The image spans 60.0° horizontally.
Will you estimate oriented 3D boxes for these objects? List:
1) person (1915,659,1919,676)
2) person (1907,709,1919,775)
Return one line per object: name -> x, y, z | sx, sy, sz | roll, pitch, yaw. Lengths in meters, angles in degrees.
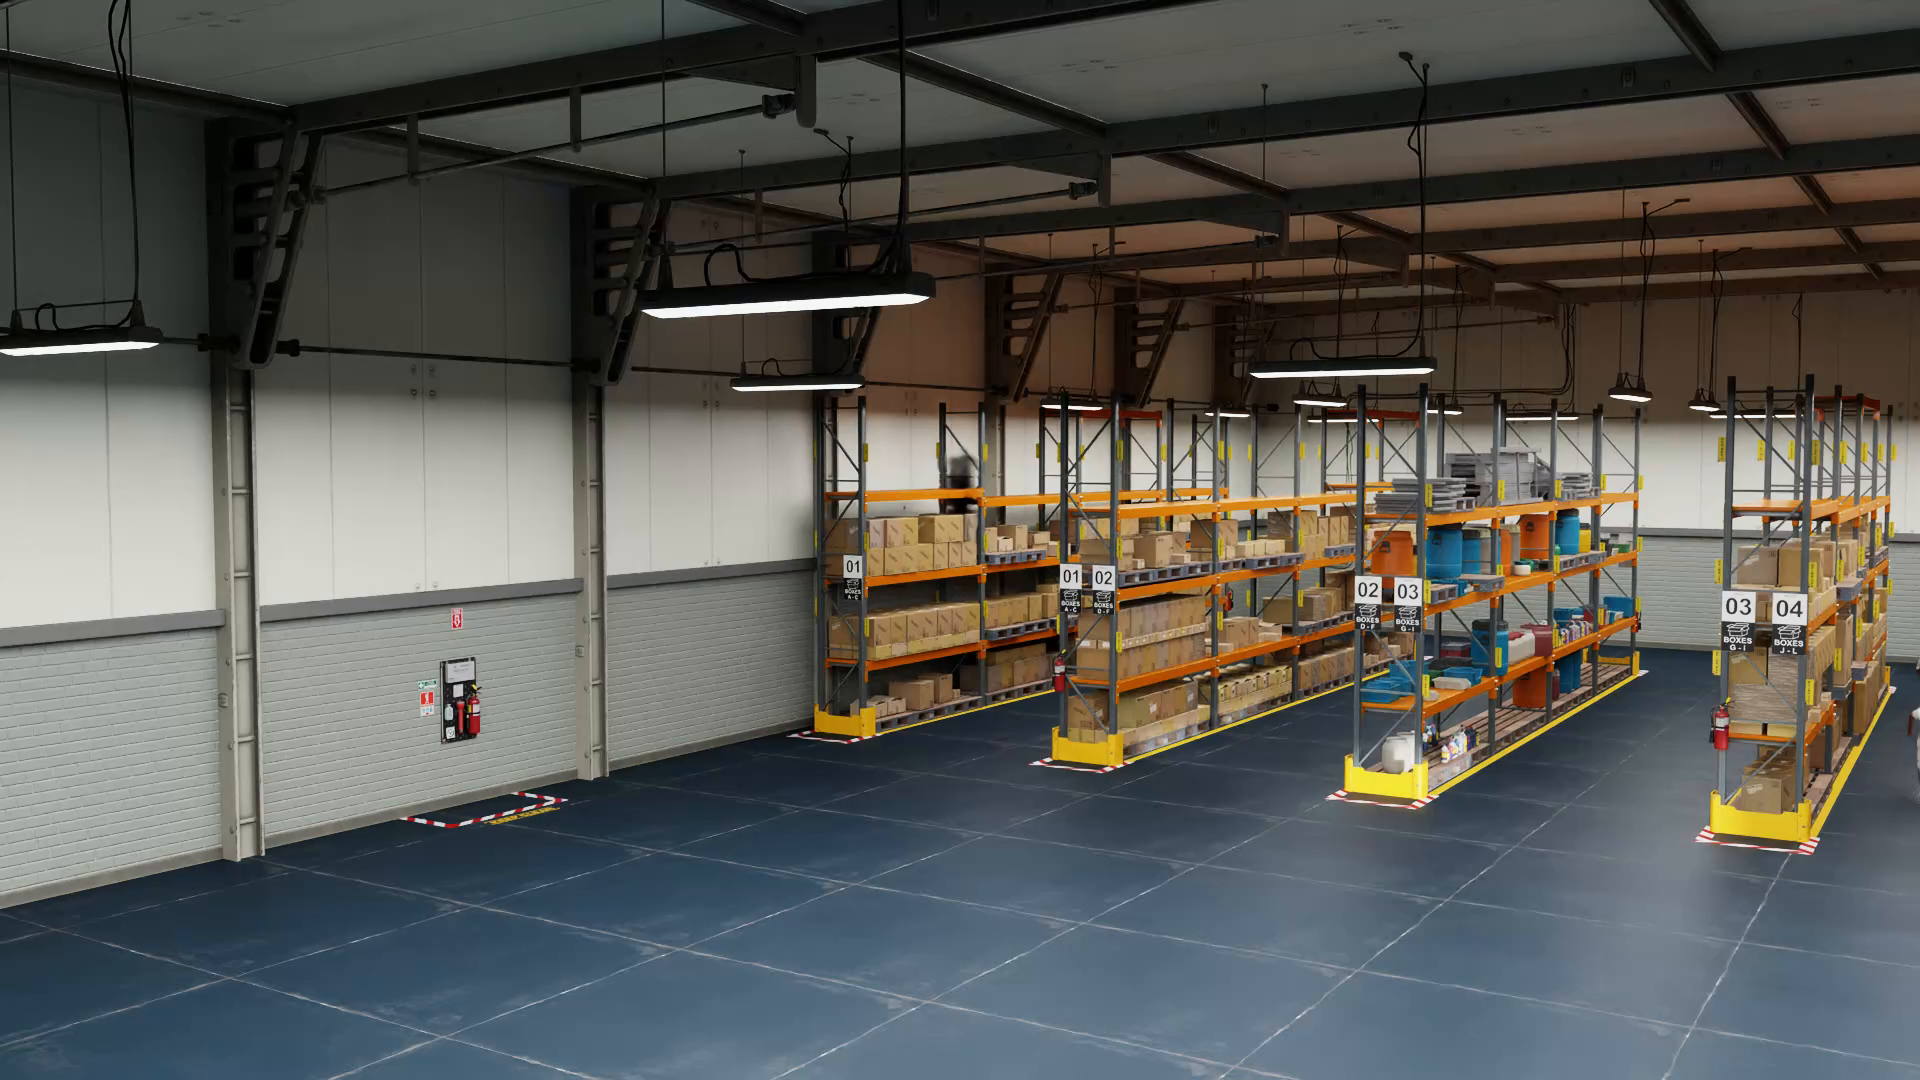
person -> 17.228, 2.617, 29.383 | 0.596, 1.741, 0.896 | 2, 4, 37
person -> 13.806, 3.014, 23.559 | 0.692, 1.536, 1.161 | 2, 3, 29
